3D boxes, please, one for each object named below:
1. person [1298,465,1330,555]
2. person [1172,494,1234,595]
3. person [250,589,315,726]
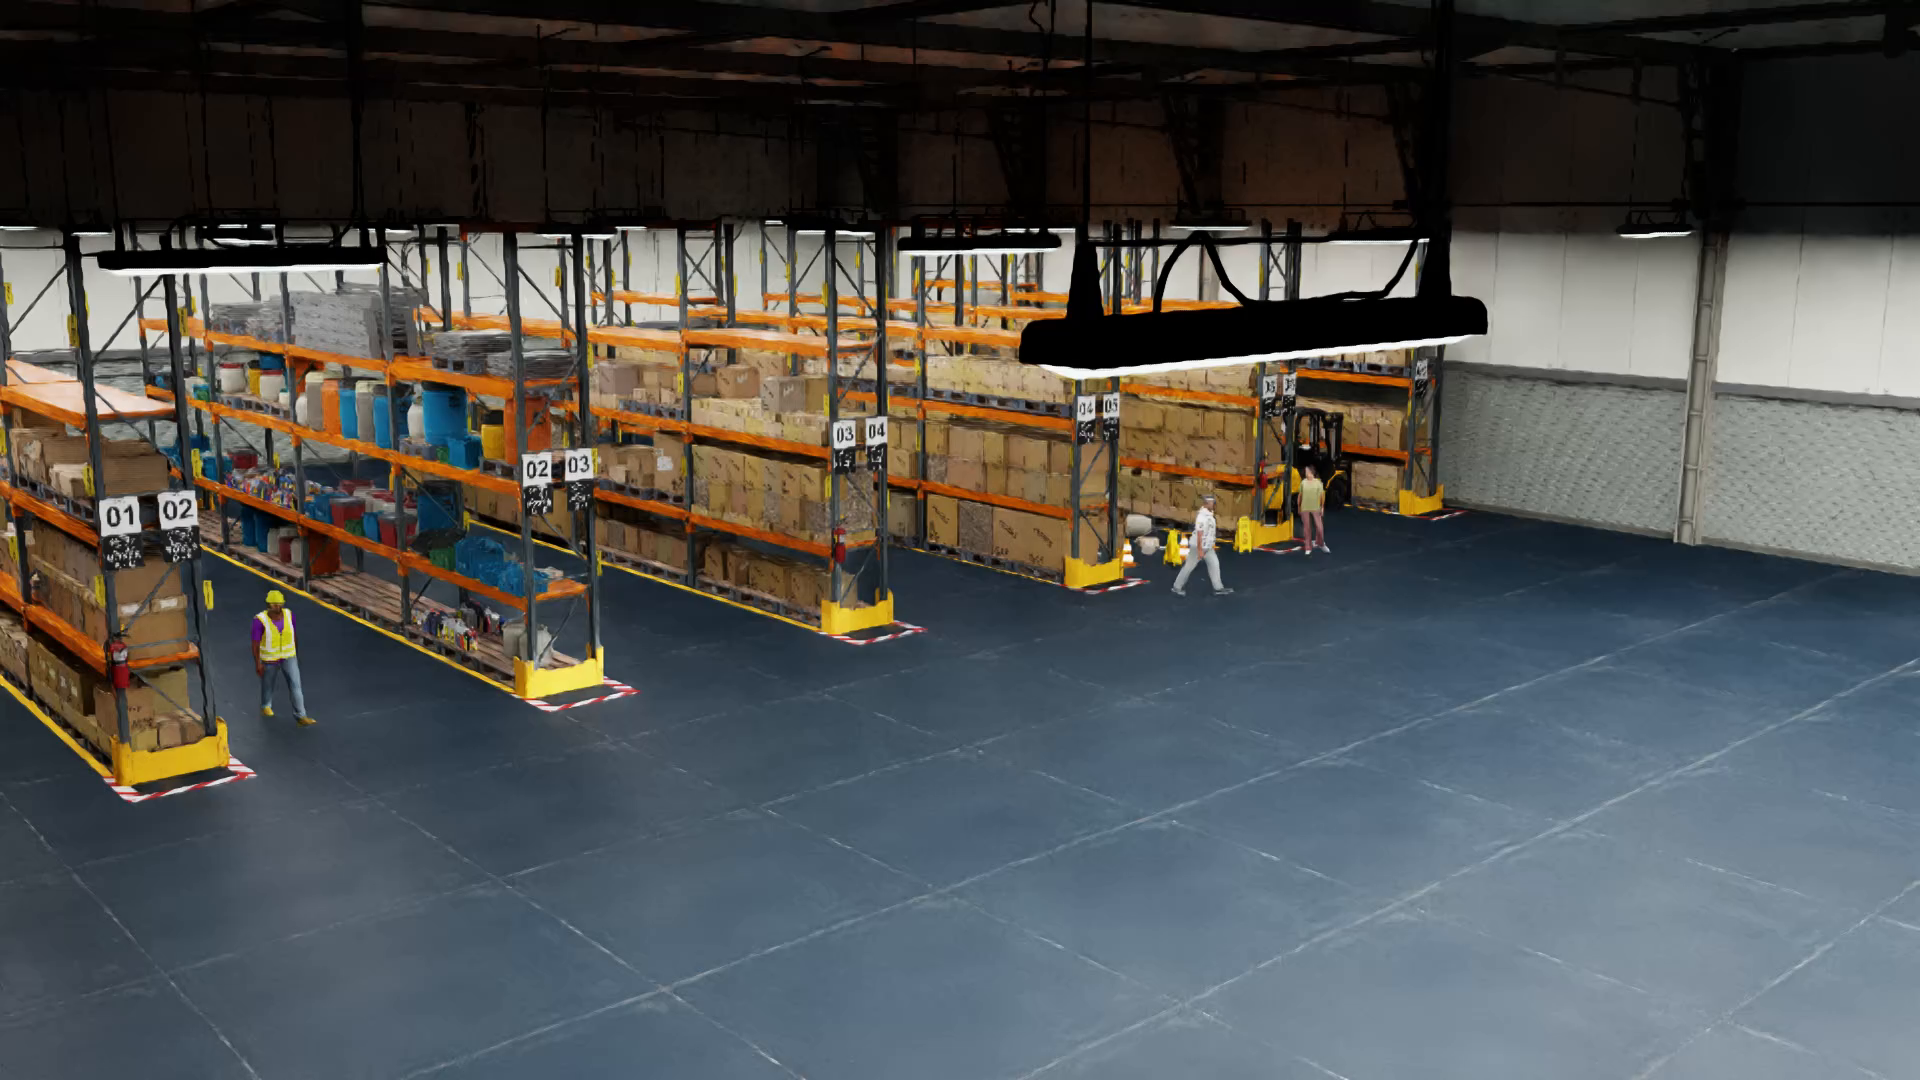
[{"bbox_3d":[6.467,-0.553,30.347,0.619,1.663,0.444,4,12,17],"label":"person"},{"bbox_3d":[3.983,0.072,27.206,0.974,1.710,0.586,5,13,25],"label":"person"},{"bbox_3d":[-8.400,1.429,20.465,0.577,1.691,1.121,-9,15,-38],"label":"person"}]
